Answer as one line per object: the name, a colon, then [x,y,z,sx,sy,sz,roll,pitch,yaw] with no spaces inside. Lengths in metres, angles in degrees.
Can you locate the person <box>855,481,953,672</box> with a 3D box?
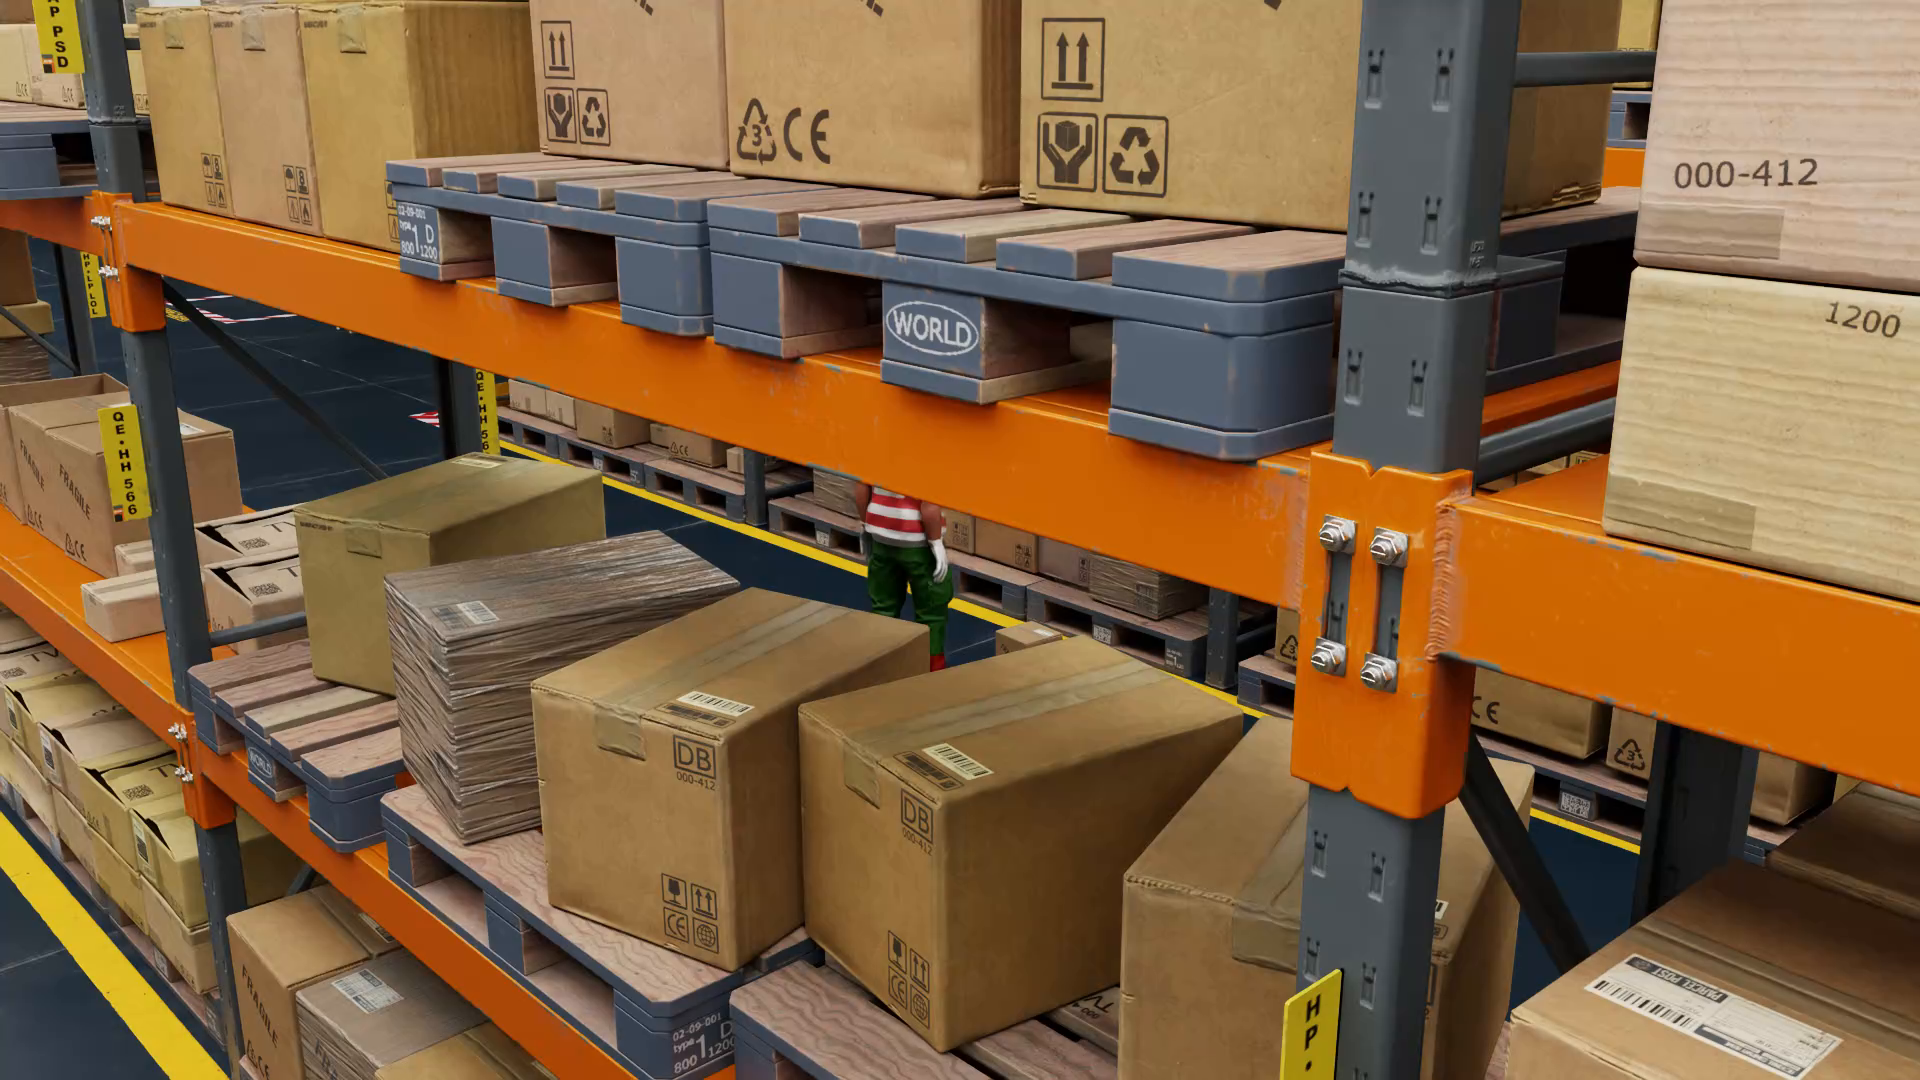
person: [-0.230,-0.006,7.977,0.593,1.771,0.417,14,22,39]
